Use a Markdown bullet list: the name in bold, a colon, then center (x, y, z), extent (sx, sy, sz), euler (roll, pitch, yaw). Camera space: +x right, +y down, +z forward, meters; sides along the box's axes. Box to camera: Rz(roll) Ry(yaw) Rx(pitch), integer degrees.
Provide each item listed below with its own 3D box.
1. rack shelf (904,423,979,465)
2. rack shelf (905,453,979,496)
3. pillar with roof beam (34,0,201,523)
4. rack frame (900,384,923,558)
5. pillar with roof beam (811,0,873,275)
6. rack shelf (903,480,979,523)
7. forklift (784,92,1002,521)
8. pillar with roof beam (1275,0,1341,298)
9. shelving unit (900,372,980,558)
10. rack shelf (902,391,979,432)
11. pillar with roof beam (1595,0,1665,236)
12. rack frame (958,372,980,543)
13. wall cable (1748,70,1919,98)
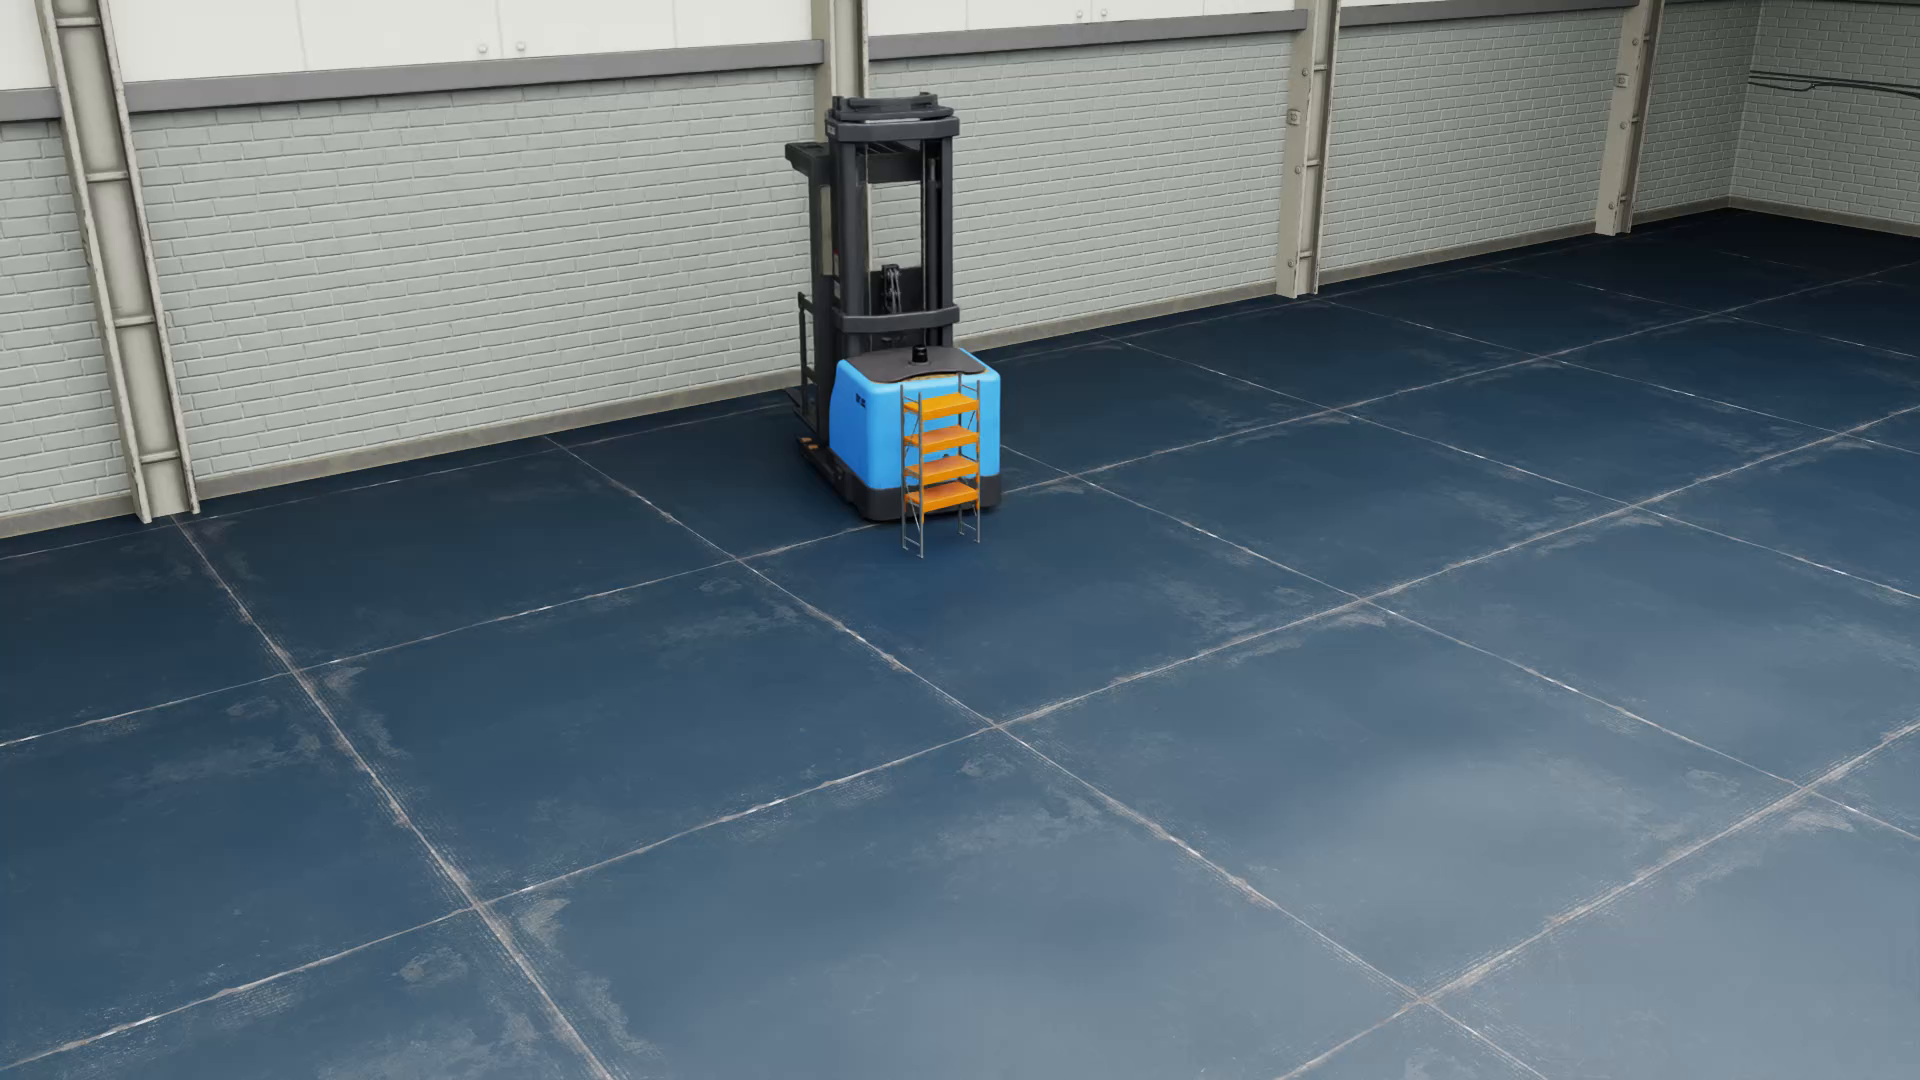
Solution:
- **rack shelf**: center (-0.134, -0.667, 11.526), extent (0.480, 0.148, 0.258), euler (-15, 26, -33)
- **rack shelf**: center (-0.134, -0.459, 11.609), extent (0.480, 0.148, 0.258), euler (-15, 26, -33)
- **pillar with roof beam**: center (-3.405, -3.094, 7.509), extent (0.400, 9.000, 9.100), euler (-15, 26, -33)
- **rack frame**: center (-0.332, -0.469, 11.452), extent (0.015, 1.200, 0.240), euler (-15, 26, -33)
- **pillar with roof beam**: center (1.466, -4.393, 10.764), extent (0.400, 9.000, 9.100), euler (-15, 26, -33)
- **rack shelf**: center (-0.134, -0.275, 11.683), extent (0.480, 0.148, 0.258), euler (-15, 26, -33)
- **forklift**: center (-0.692, -2.016, 12.994), extent (1.130, 2.935, 3.031), euler (-8, 23, -19)
- **pillar with roof beam**: center (6.336, -5.692, 14.018), extent (0.400, 9.000, 9.100), euler (-15, 26, -33)
- **shelving unit**: center (-0.134, -0.521, 11.584), extent (0.503, 1.200, 0.258), euler (-15, 26, -33)
- **rack shelf**: center (-0.134, -0.886, 11.439), extent (0.480, 0.148, 0.258), euler (-15, 26, -33)
- **pillar with roof beam**: center (11.207, -6.991, 17.273), extent (0.400, 9.000, 9.100), euler (-15, 26, -33)
- **rack frame**: center (0.064, -0.574, 11.717), extent (0.015, 1.200, 0.240), euler (-15, 26, -33)
- **wall cable**: center (11.856, -7.083, 21.695), extent (0.112, 2.526, 3.097), euler (-15, 26, -33)
